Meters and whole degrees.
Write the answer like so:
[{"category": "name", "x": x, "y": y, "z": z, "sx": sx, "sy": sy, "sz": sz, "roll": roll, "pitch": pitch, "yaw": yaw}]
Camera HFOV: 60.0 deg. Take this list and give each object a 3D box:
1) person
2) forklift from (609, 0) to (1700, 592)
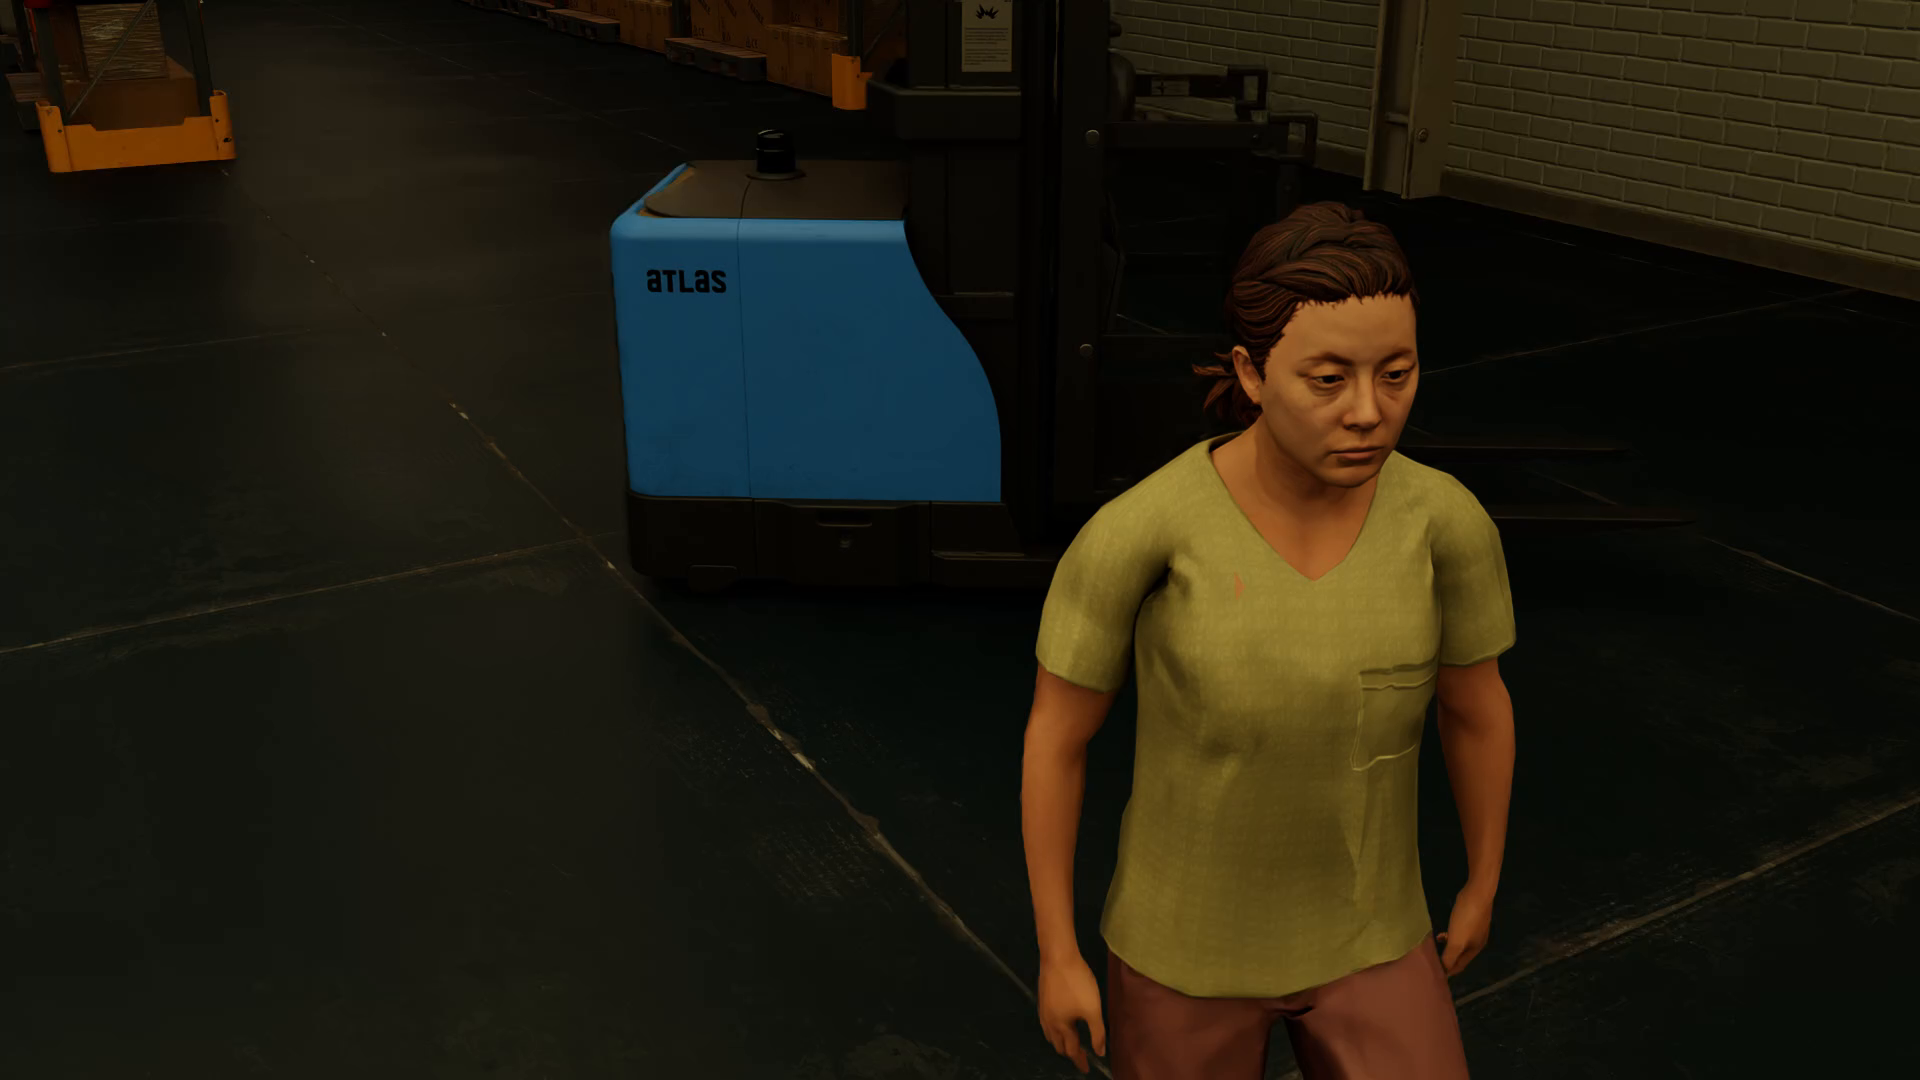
[{"category": "person", "x": 0.350, "y": 0.486, "z": 1.851, "sx": 0.564, "sy": 1.710, "sz": 0.497, "roll": -2, "pitch": 22, "yaw": -4}, {"category": "forklift", "x": 0.588, "y": -1.357, "z": 4.582, "sx": 3.031, "sy": 2.935, "sz": 1.130, "roll": 1, "pitch": 22, "yaw": 2}]
